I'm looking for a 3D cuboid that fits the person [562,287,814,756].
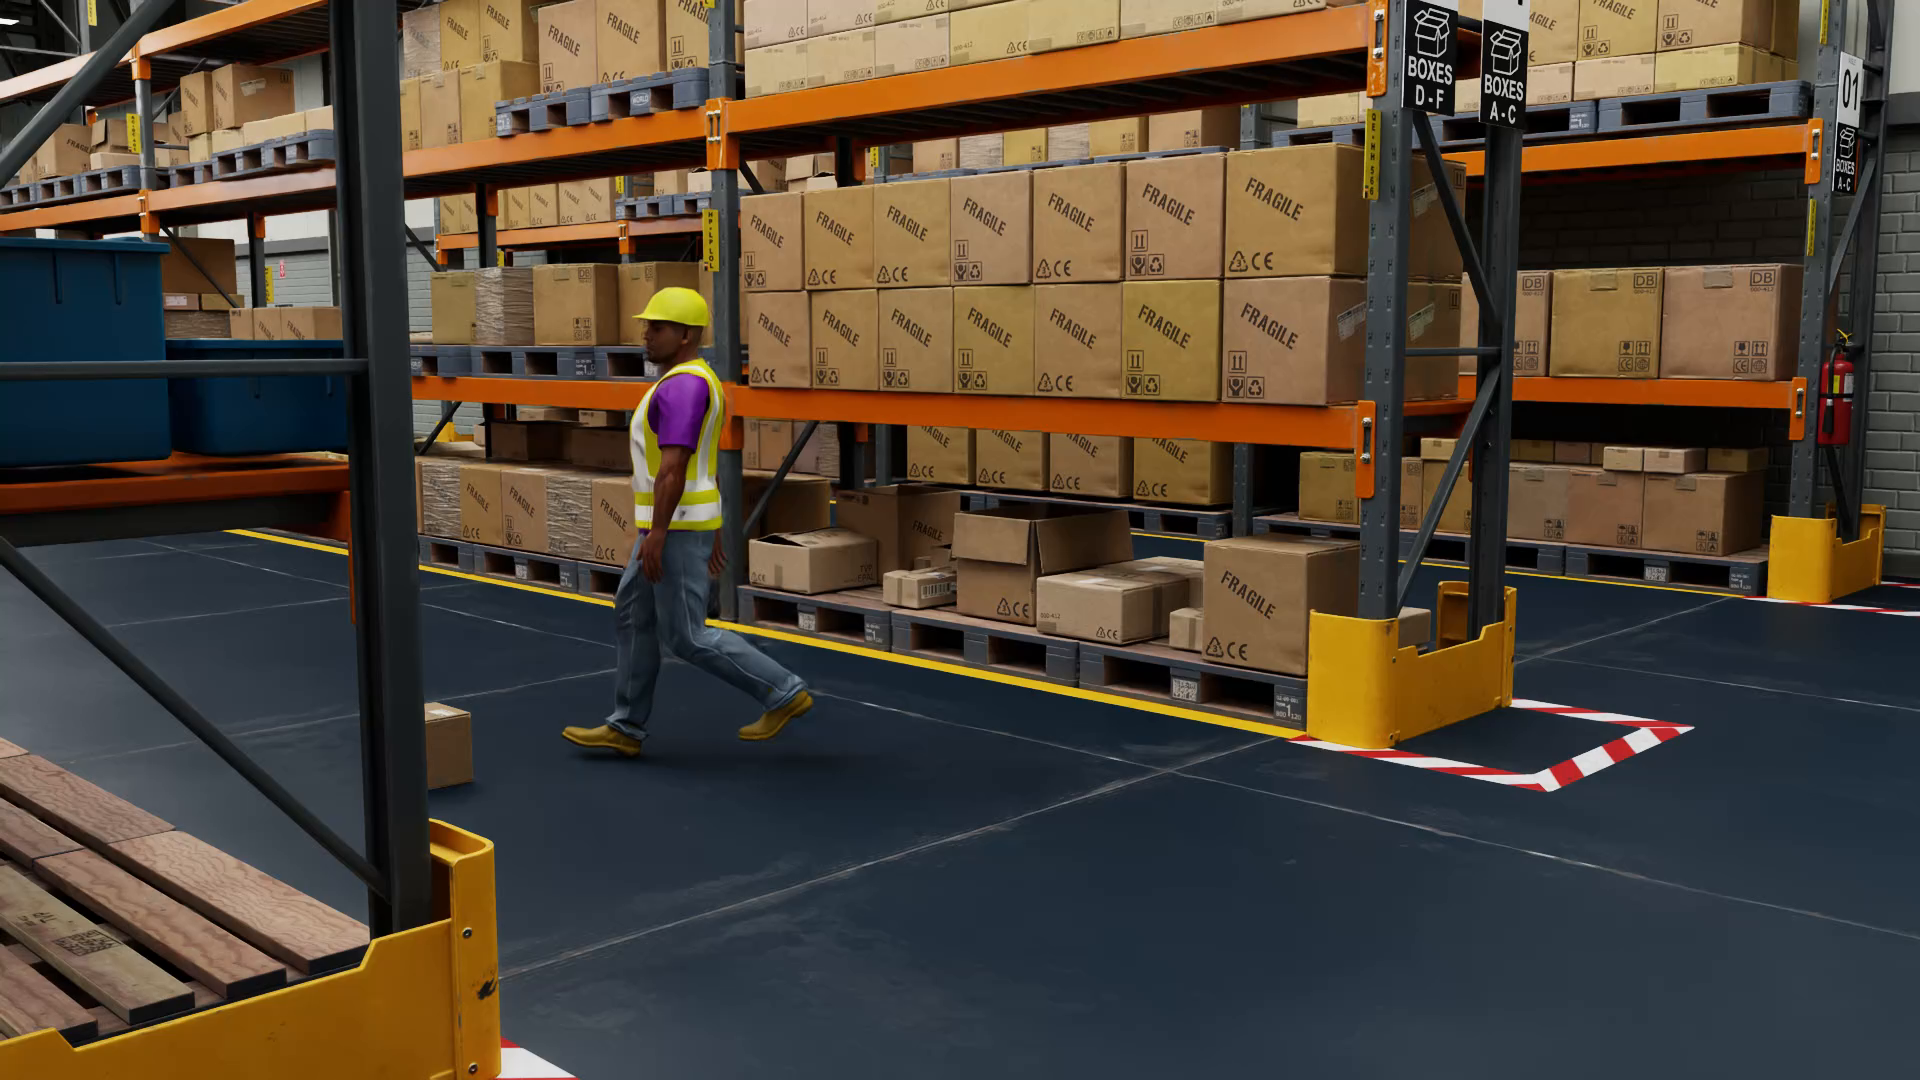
[{"bbox_3d":[-1.021,-0.052,6.130,0.947,1.741,0.608,-1,7,-5],"label":"person"}]
